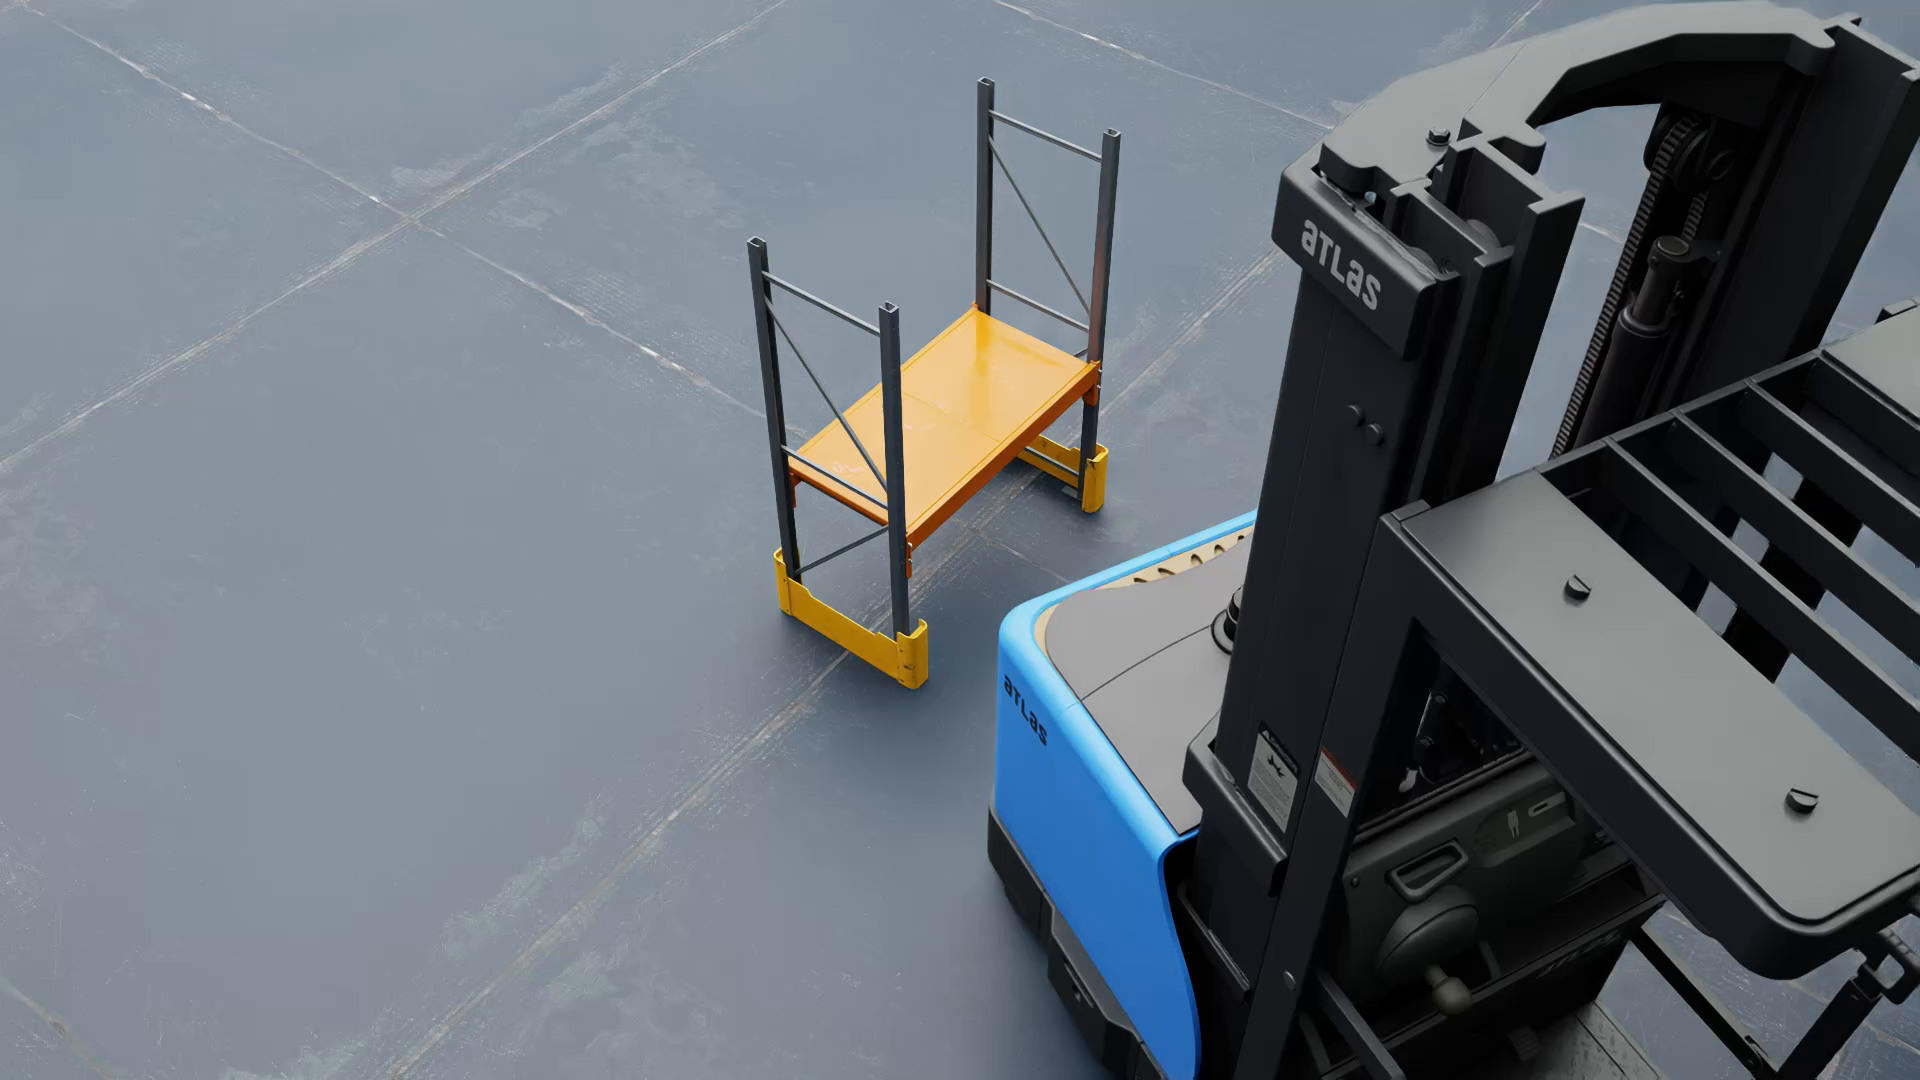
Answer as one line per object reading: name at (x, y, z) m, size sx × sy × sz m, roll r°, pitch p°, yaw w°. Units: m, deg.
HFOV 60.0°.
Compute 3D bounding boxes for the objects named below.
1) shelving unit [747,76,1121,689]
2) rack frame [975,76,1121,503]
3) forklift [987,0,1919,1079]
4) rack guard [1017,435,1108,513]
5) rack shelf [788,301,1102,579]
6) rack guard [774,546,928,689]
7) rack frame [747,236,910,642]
shelving unit at (-0.047, -0.474, 5.166) m, size 0.587 × 1.500 × 1.083 m, roll 29°, pitch 53°, yaw 25°
rack frame at (0.259, -0.760, 5.439) m, size 0.500 × 1.500 × 0.032 m, roll 29°, pitch 53°, yaw 25°
forklift at (1.212, 0.689, 3.065) m, size 1.130 × 2.935 × 3.031 m, roll -21°, pitch 50°, yaw -19°
rack guard at (0.258, -0.328, 5.890) m, size 0.587 × 0.250 × 0.087 m, roll 29°, pitch 53°, yaw 25°
rack shelf at (-0.052, -0.345, 5.291) m, size 0.538 × 0.185 × 1.000 m, roll 29°, pitch 53°, yaw 25°
rack guard at (-0.351, 0.242, 5.346) m, size 0.587 × 0.250 × 0.087 m, roll 29°, pitch 53°, yaw 25°
rack frame at (-0.363, -0.178, 4.883) m, size 0.500 × 1.500 × 0.032 m, roll 29°, pitch 53°, yaw 25°
